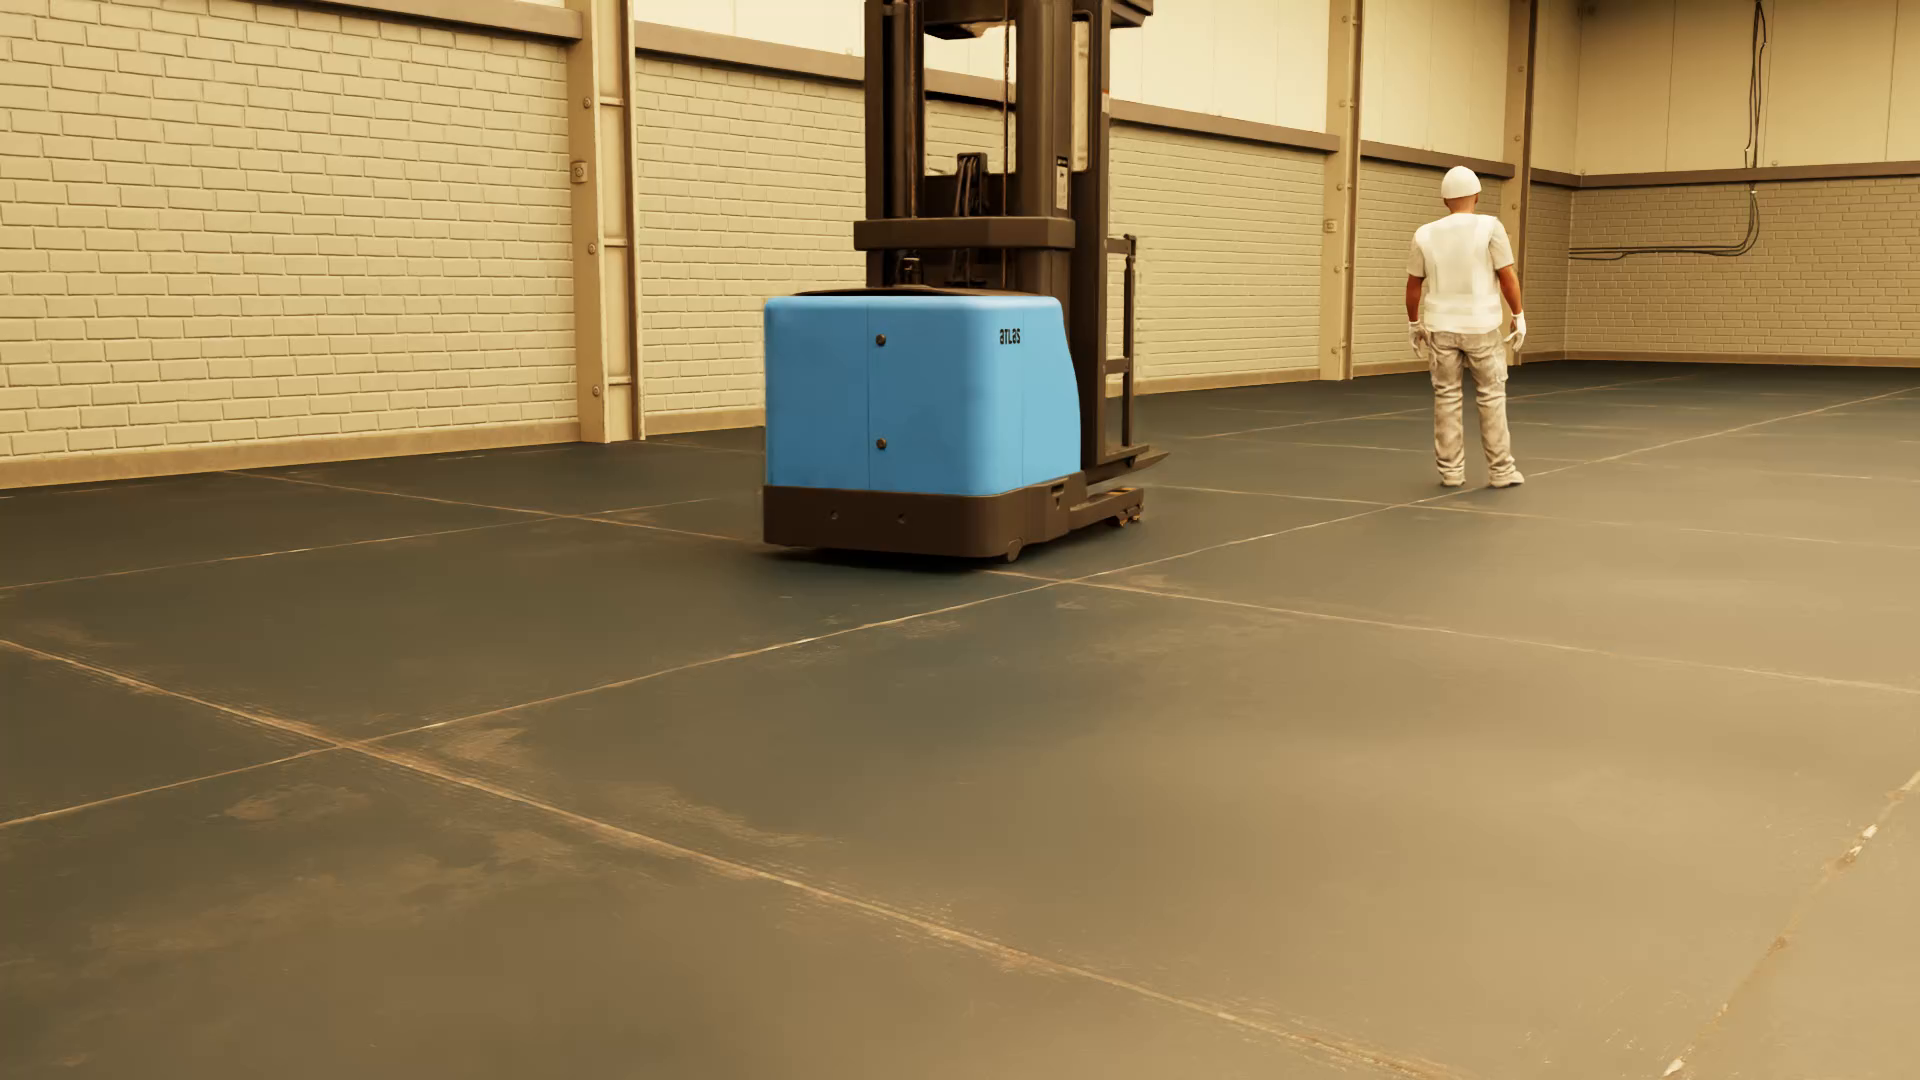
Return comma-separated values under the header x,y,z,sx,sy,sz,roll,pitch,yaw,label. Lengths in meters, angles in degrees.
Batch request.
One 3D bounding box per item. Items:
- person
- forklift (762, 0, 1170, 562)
x,y,z,sx,sy,sz,roll,pitch,yaw,label
2.877,-1.202,9.424,0.654,1.785,0.562,5,10,32,person
0.244,-1.536,7.782,1.130,2.935,3.031,4,9,23,forklift
